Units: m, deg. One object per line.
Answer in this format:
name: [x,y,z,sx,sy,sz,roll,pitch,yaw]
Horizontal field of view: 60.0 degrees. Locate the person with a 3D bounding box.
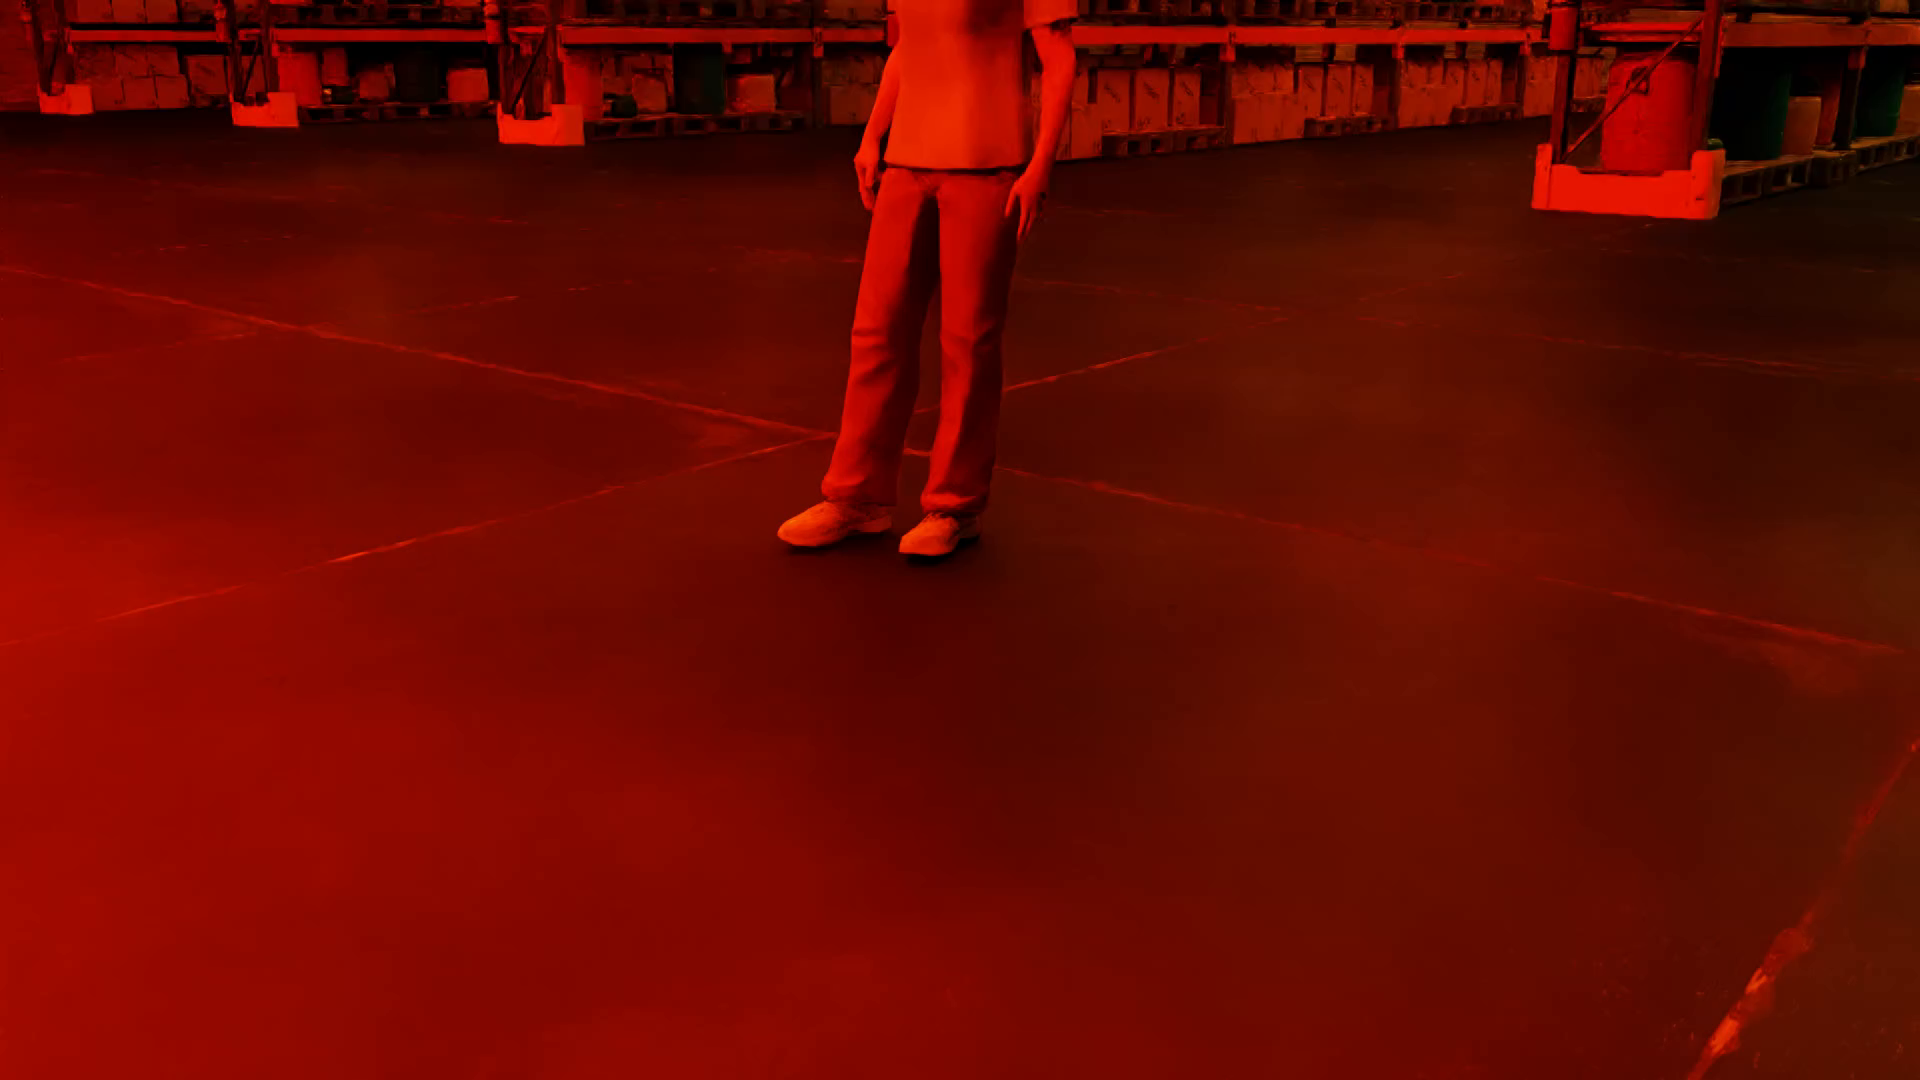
person: [-0.055,-0.794,3.648,0.554,1.674,0.548,13,21,37]
